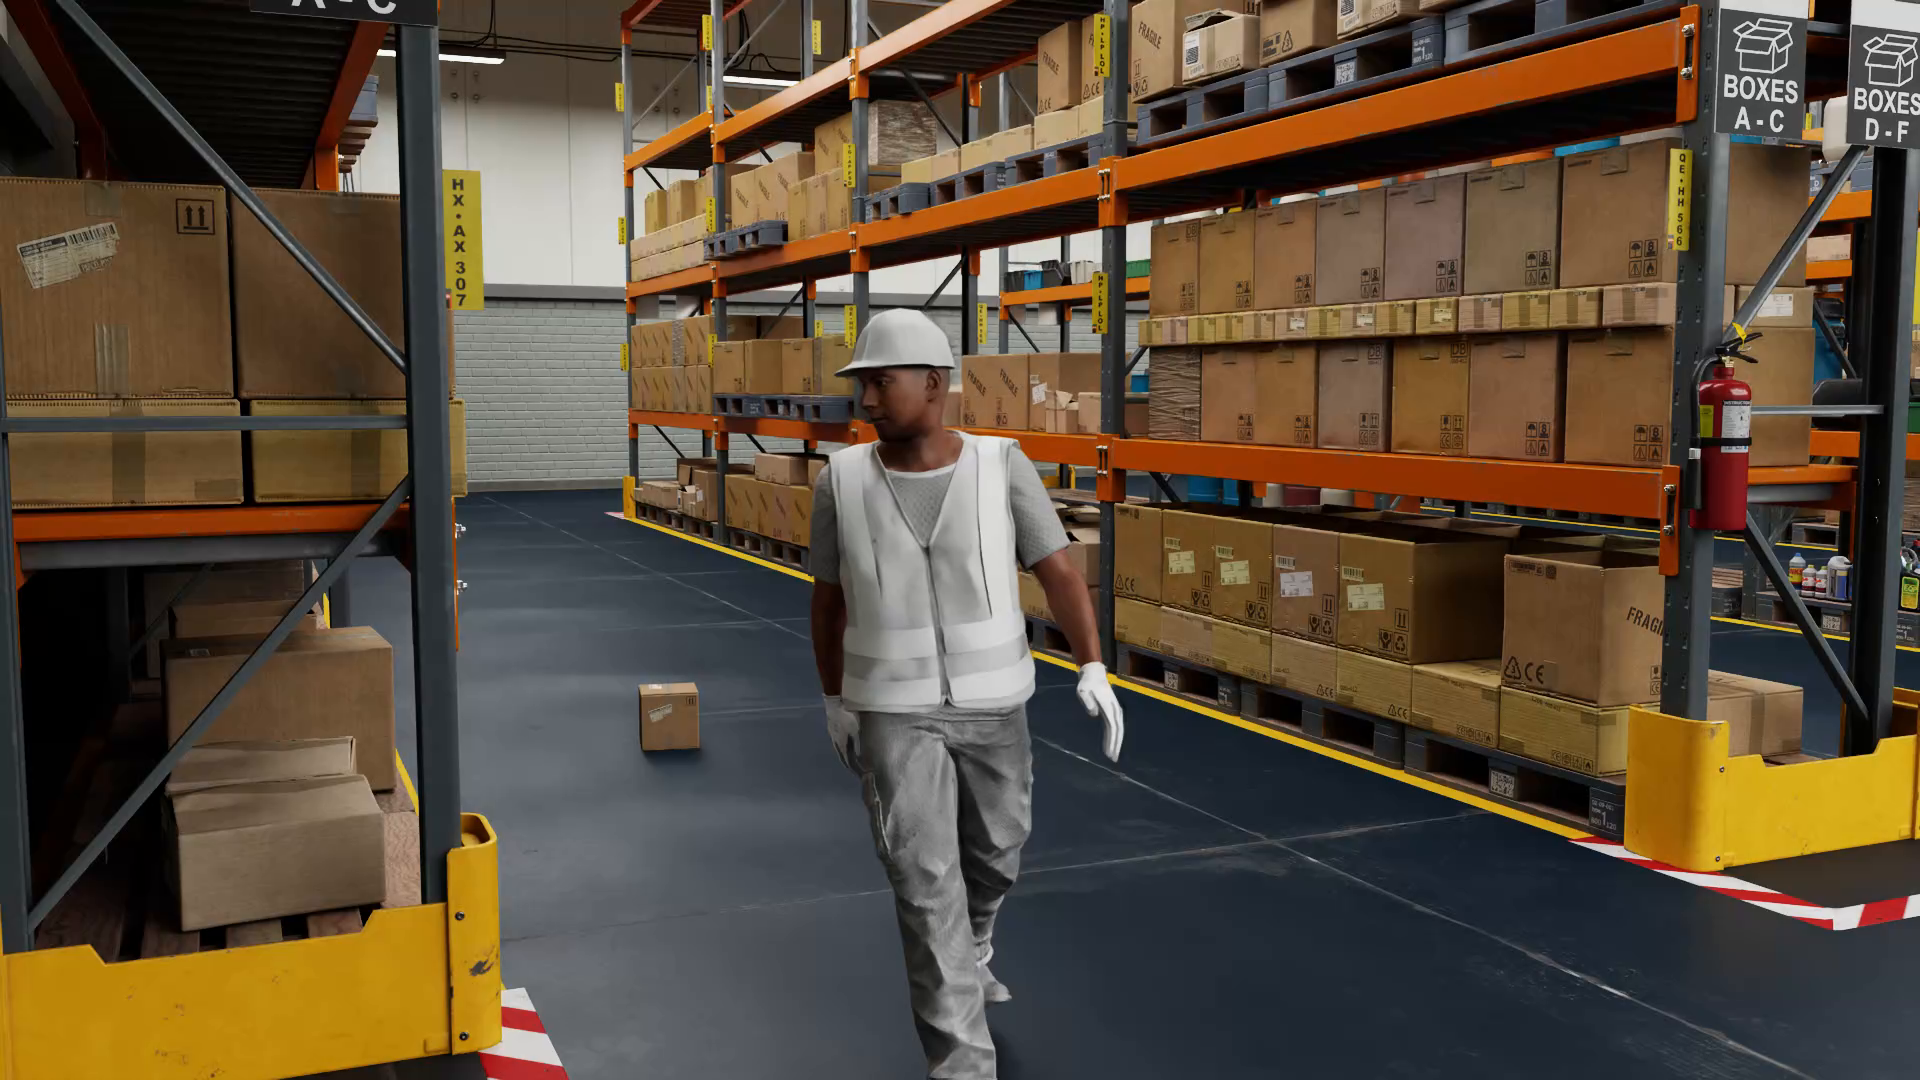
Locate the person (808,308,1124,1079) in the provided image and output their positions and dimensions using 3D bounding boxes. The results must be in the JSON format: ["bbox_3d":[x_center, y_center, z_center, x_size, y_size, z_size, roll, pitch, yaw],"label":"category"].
[{"bbox_3d":[-0.005,0.366,3.687,0.638,1.746,1.015,-1,5,-9],"label":"person"}]
